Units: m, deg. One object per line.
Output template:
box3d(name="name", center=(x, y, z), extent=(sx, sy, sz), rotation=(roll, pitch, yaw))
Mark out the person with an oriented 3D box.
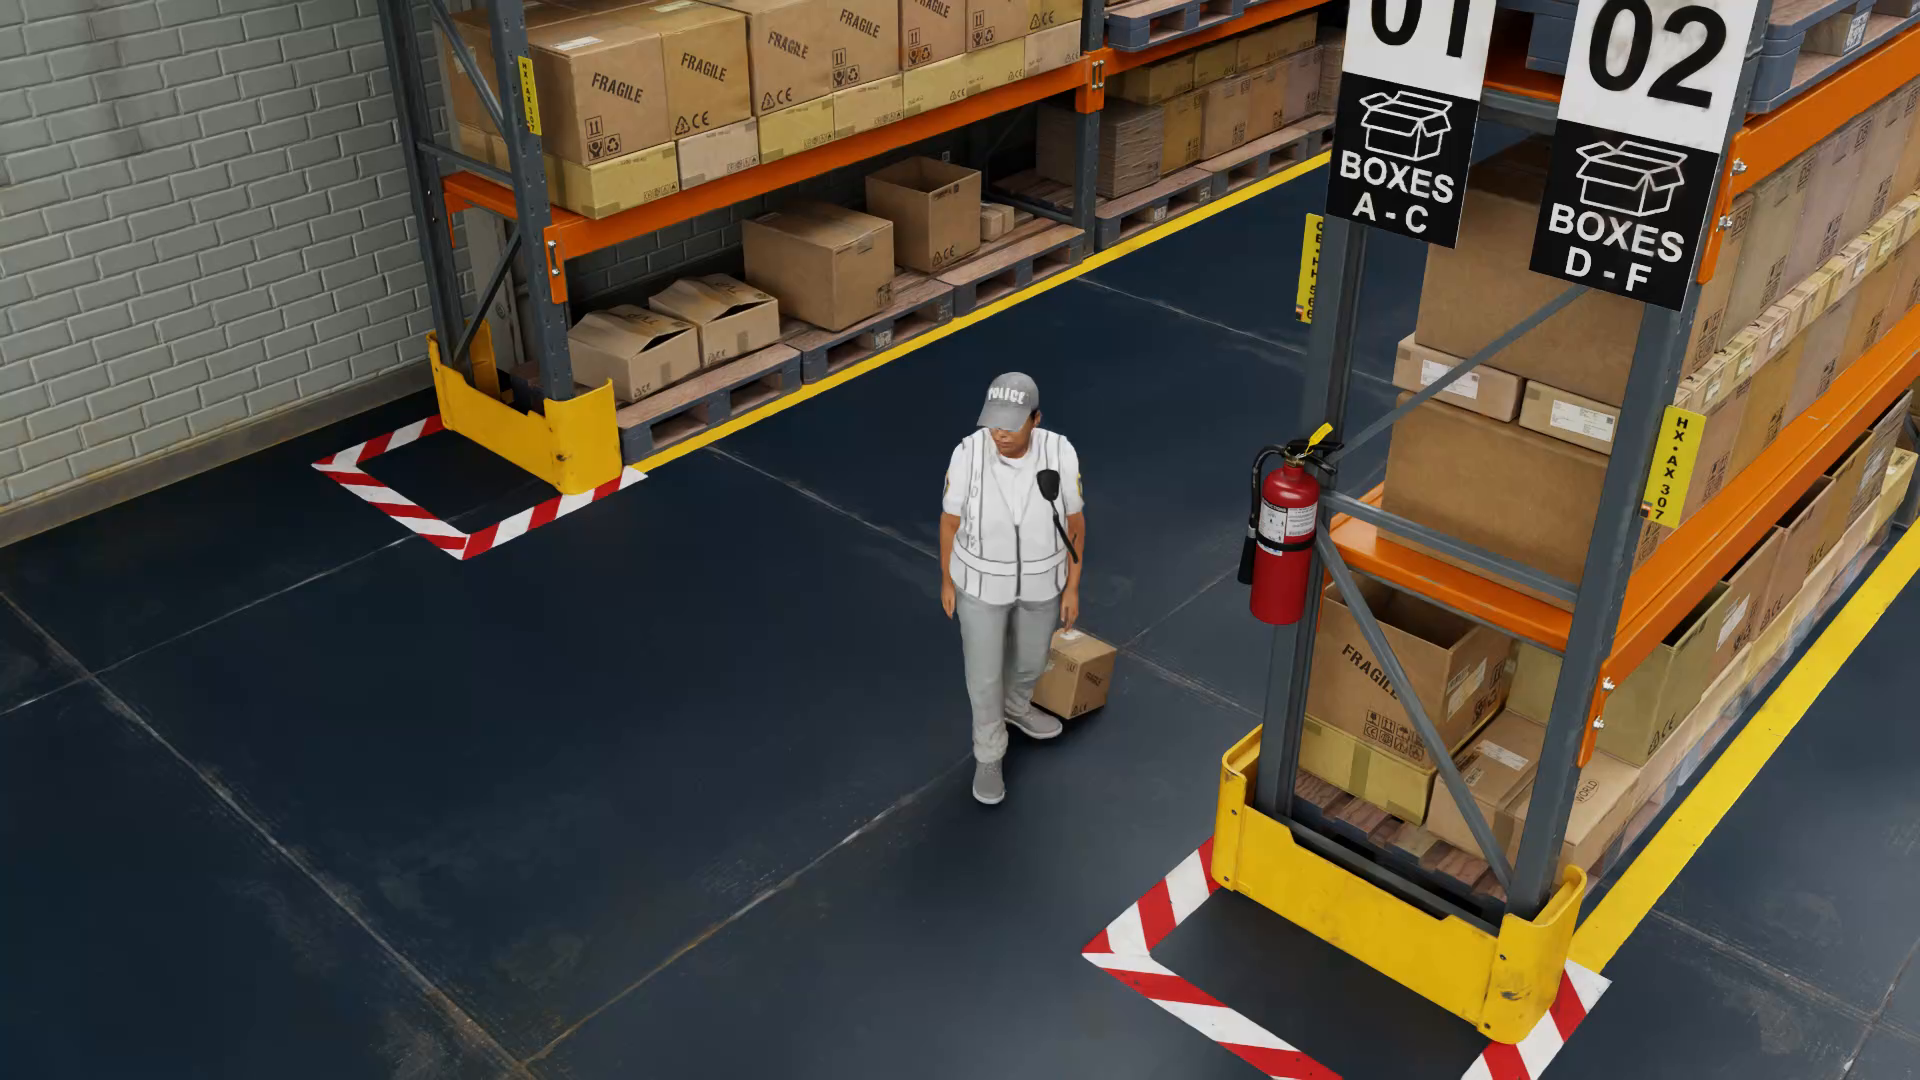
box3d(name="person", center=(0.169, 0.132, 5.902), extent=(0.491, 1.658, 0.553), rotation=(-2, 32, -4))
